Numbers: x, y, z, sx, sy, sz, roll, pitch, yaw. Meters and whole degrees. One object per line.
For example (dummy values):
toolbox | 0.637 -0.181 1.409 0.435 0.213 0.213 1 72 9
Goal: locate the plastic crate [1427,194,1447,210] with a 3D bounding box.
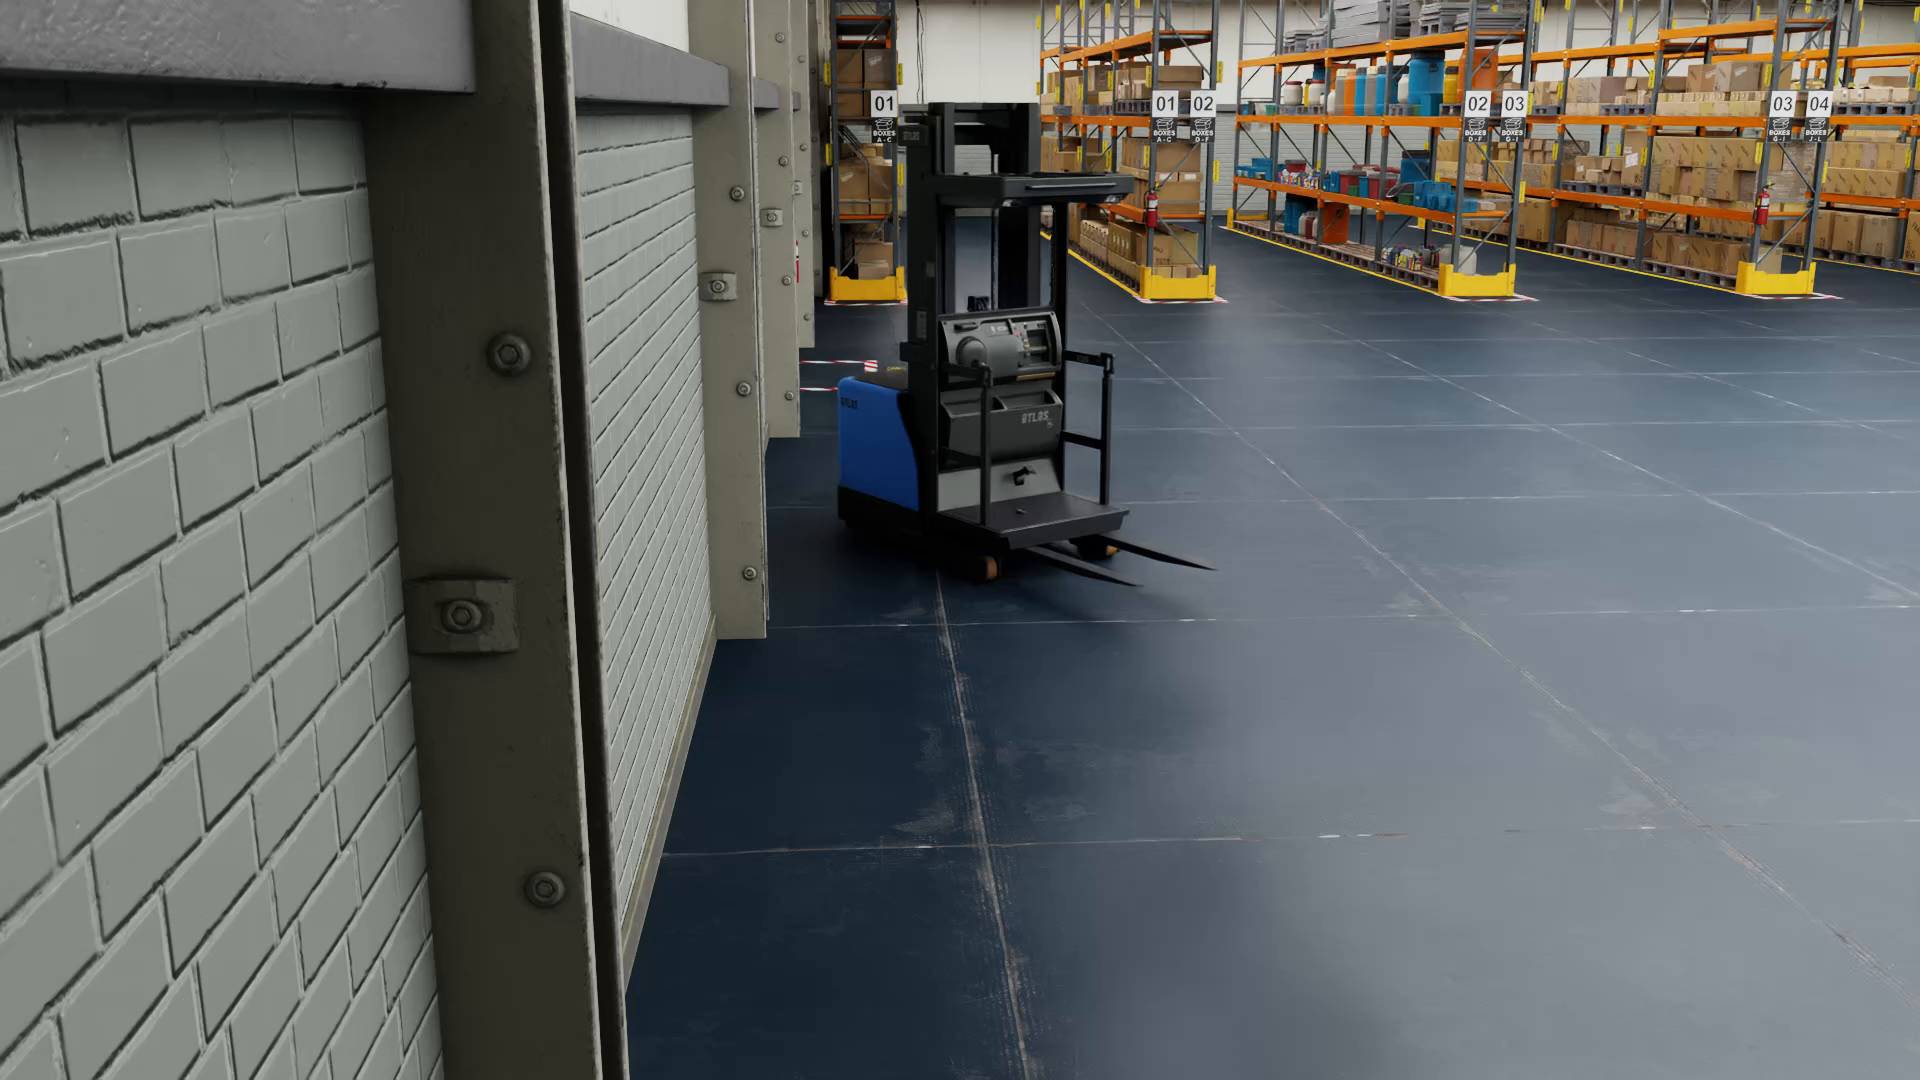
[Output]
plastic crate | 8.053 -5.624 27.662 0.499 0.251 0.408 -1 14 -3

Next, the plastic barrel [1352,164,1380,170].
plastic barrel | 8.253 -7.359 33.835 0.600 0.536 0.708 -1 14 -3

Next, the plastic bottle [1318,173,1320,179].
plastic bottle | 7.960 -7.987 36.808 0.097 0.271 0.097 0 14 0

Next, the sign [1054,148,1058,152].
sign | 2.189 -8.732 37.708 0.100 0.325 0.005 -1 14 -3

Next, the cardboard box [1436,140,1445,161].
cardboard box | 12.161 -9.657 41.237 0.500 0.500 0.500 -1 14 -5

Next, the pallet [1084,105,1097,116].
pallet | 3.109 -8.522 32.988 1.213 0.211 1.003 0 14 -1

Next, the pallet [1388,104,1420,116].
pallet | 8.312 -7.592 29.375 1.213 0.211 1.003 -1 14 -3

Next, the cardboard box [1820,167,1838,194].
cardboard box | 17.645 -7.213 33.338 0.500 0.500 0.500 -1 14 -3

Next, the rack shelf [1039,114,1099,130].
rack shelf | 2.606 -9.925 39.505 1.077 0.370 4.000 -1 14 -3

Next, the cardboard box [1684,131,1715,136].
cardboard box | 17.275 -9.316 38.910 0.500 0.500 0.500 -1 14 -5

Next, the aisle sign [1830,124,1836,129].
aisle sign | 22.565 -10.905 42.672 0.394 0.787 0.004 -1 14 -3

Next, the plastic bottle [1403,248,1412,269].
plastic bottle | 7.855 -4.933 29.113 0.144 0.351 0.185 0 14 -1

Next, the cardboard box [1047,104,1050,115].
cardboard box | 2.348 -10.193 39.405 0.500 0.250 0.500 -1 14 -3

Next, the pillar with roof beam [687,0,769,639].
pillar with roof beam | 3.035 -3.917 8.692 9.100 9.000 0.400 -1 14 -3

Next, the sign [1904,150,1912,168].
sign | 17.529 -7.049 30.737 0.100 0.325 0.005 -1 14 -3

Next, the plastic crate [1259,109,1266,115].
plastic crate | 7.215 -10.034 39.015 0.293 0.136 0.466 -1 14 -3

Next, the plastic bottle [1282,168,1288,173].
plastic bottle | 7.375 -8.272 37.757 0.144 0.351 0.185 -1 14 -3

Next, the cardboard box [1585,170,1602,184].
cardboard box | 12.739 -7.191 32.913 0.500 0.250 0.500 -1 14 -5

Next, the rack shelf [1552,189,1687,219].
rack shelf | 12.989 -6.635 32.736 1.077 0.370 4.000 -1 14 -3

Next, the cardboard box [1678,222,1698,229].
cardboard box | 17.210 -7.442 39.308 0.380 0.149 0.250 -1 14 -3

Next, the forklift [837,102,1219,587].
forklift | 0.400 -1.293 10.668 1.130 2.935 3.031 -10 18 -35

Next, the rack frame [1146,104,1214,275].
rack frame | 3.473 -5.339 26.256 1.000 3.000 0.127 -1 14 -3

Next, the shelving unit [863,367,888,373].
shelving unit | -0.550 -0.730 12.237 0.215 1.050 0.252 -8 14 -30

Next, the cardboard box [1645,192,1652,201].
cardboard box | 12.826 -6.306 30.519 0.380 0.149 0.250 -1 14 -3

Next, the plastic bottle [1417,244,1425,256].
plastic bottle | 8.353 -5.181 30.078 0.144 0.351 0.185 -1 14 -3

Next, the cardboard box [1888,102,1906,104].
cardboard box | 22.149 -10.422 39.217 0.396 0.266 0.258 0 14 -2

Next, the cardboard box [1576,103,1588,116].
cardboard box | 12.672 -8.612 33.259 0.500 0.250 0.500 -1 14 -2

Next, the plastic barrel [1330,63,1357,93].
plastic barrel | 7.889 -9.409 34.352 0.600 0.830 0.708 -1 14 -3

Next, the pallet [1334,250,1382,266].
pallet | 8.003 -5.558 32.703 1.003 0.211 1.213 -1 14 -3

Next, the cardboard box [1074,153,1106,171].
cardboard box | 2.901 -8.137 36.087 0.700 0.500 0.500 -5 15 -18

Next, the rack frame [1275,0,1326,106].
rack frame | 7.674 -11.304 37.402 1.000 3.000 0.127 -1 14 -3

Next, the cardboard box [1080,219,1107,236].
cardboard box | 2.717 -6.337 33.686 0.500 0.311 0.500 0 14 -2

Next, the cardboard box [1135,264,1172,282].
cardboard box | 3.145 -4.339 27.047 0.500 0.250 0.500 -1 14 -3

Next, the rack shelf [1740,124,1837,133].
rack shelf | 17.698 -9.134 36.429 1.077 0.370 4.000 -1 14 -3

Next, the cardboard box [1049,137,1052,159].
cardboard box | 2.375 -9.230 39.174 0.500 0.500 0.500 -1 14 -3

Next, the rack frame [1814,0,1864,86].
rack frame | 22.260 -12.528 42.160 1.000 3.000 0.127 -1 14 -3

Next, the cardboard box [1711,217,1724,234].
cardboard box | 17.390 -7.200 37.664 0.500 0.500 0.500 0 14 -1

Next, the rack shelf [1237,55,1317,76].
rack shelf | 7.550 -11.259 39.474 1.077 0.370 4.000 -1 14 -3

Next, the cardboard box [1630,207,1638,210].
cardboard box | 17.044 -8.365 41.704 0.380 0.149 0.250 -1 14 -4

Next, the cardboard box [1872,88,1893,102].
cardboard box | 17.774 -8.473 31.674 0.500 0.250 0.500 -1 14 -4

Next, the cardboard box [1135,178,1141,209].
cardboard box | 3.358 -5.889 28.192 0.700 0.500 0.500 0 14 -2

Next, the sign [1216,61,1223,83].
sign | 4.028 -7.260 25.791 0.100 0.325 0.005 -1 14 -3

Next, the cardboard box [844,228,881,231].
cardboard box | -1.854 -5.697 31.781 0.700 0.500 0.500 -1 14 -3

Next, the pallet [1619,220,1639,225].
pallet | 17.346 -7.950 41.999 1.003 0.211 1.213 -1 14 -3

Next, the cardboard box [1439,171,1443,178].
cardboard box | 12.113 -9.063 41.234 0.380 0.149 0.250 -1 14 -4

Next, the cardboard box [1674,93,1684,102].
cardboard box | 12.906 -7.840 29.458 0.380 0.149 0.250 -1 14 -3

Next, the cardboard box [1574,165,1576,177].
cardboard box | 13.107 -7.654 35.054 0.500 0.500 0.500 0 14 -2

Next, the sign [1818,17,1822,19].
sign | 21.706 -13.050 41.996 0.100 0.325 0.005 -1 14 -3

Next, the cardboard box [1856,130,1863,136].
cardboard box | 22.125 -9.926 40.578 0.380 0.149 0.250 -1 14 -3

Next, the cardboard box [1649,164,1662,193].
cardboard box | 13.079 -6.565 30.225 0.875 0.500 0.500 -1 14 -3

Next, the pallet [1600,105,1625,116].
pallet | 13.114 -8.260 31.969 1.213 0.211 1.003 -1 14 -3

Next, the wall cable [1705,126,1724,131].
wall cable | 21.888 -11.532 48.226 0.585 1.953 0.123 -1 14 -3
